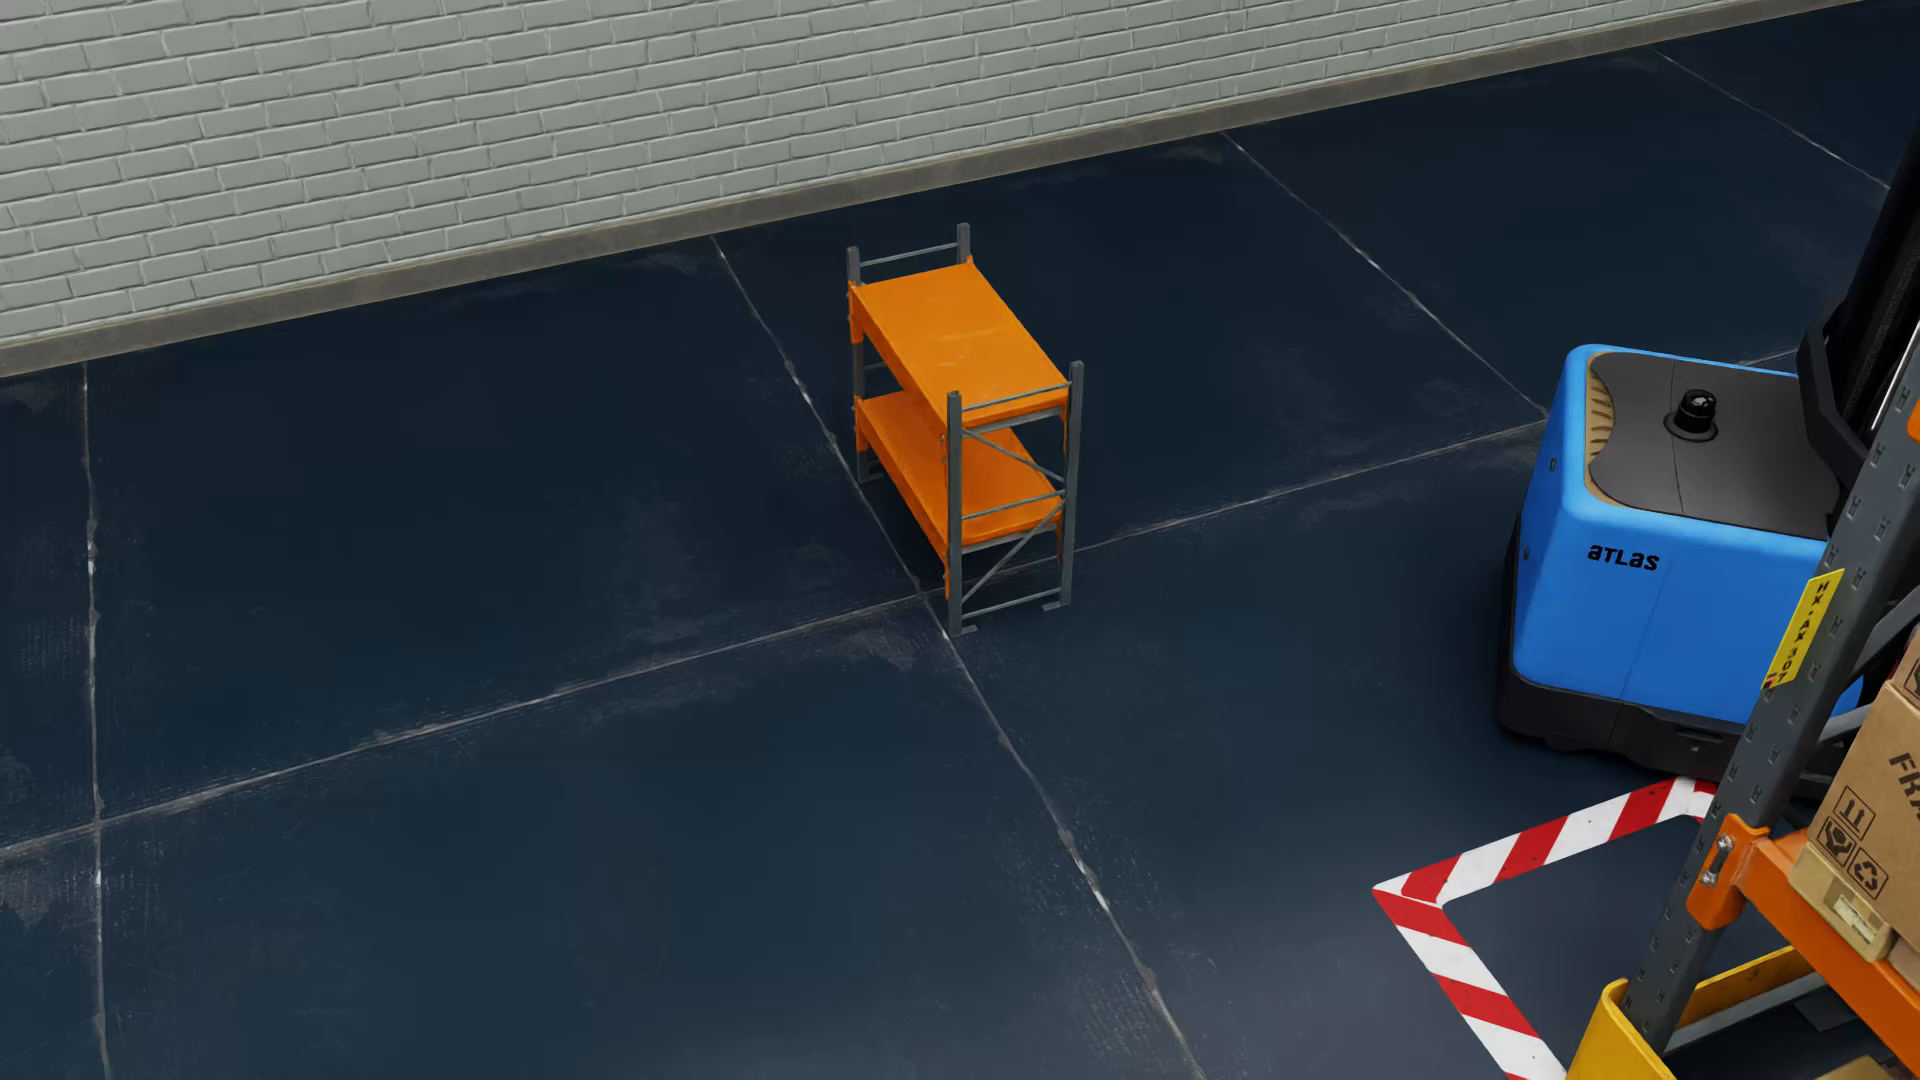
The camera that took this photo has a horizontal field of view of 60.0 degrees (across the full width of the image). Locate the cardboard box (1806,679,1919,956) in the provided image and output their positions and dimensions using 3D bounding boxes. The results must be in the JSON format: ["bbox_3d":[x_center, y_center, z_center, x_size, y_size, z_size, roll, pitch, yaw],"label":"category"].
[{"bbox_3d":[2.222,0.575,3.475,0.500,0.500,0.500,-13,42,-15],"label":"cardboard box"}]

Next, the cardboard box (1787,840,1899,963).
[{"bbox_3d":[2.126,0.759,3.760,0.380,0.149,0.250,-15,43,-17],"label":"cardboard box"}]

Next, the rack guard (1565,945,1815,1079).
[{"bbox_3d":[2.334,1.380,4.761,1.175,0.500,0.348,-15,43,-17],"label":"rack guard"}]

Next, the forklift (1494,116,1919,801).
[{"bbox_3d":[3.482,-0.440,5.014,3.031,2.935,1.130,11,42,12],"label":"forklift"}]

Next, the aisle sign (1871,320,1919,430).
[{"bbox_3d":[2.000,-0.568,3.116,0.394,0.787,0.004,-15,43,-17],"label":"aisle sign"}]

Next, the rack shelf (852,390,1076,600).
[{"bbox_3d":[-0.003,-0.245,6.547,0.538,0.278,1.000,-15,43,-17],"label":"rack shelf"}]

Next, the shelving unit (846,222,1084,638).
[{"bbox_3d":[-0.003,-0.431,6.388,0.538,1.125,1.048,-15,43,-17],"label":"shelving unit"}]

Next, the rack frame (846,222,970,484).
[{"bbox_3d":[-0.197,-0.737,6.744,0.500,1.125,0.032,-15,43,-17],"label":"rack frame"}]

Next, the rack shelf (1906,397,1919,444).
[{"bbox_3d":[3.070,0.727,1.855,1.077,0.370,4.000,-15,43,-17],"label":"rack shelf"}]

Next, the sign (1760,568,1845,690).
[{"bbox_3d":[1.804,0.194,3.560,0.100,0.325,0.005,-15,43,-17],"label":"sign"}]

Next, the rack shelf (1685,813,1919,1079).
[{"bbox_3d":[3.070,1.864,2.833,1.077,0.370,4.000,-15,43,-17],"label":"rack shelf"}]

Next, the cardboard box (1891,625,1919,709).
[{"bbox_3d":[2.232,0.194,3.153,0.500,0.500,0.500,-15,43,-17],"label":"cardboard box"}]

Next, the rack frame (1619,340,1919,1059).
[{"bbox_3d":[2.305,0.387,4.000,1.000,3.000,0.127,-15,43,-17],"label":"rack frame"}]

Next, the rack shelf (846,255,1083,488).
[{"bbox_3d":[-0.003,-0.652,6.197,0.538,0.278,1.000,-15,43,-17],"label":"rack shelf"}]

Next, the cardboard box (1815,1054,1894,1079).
[{"bbox_3d":[2.192,1.483,4.133,0.380,0.149,0.250,-17,44,-19],"label":"cardboard box"}]

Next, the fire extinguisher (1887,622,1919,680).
[{"bbox_3d":[2.635,0.291,4.457,0.296,0.674,0.183,-15,43,-17],"label":"fire extinguisher"}]

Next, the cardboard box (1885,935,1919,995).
[{"bbox_3d":[2.262,0.902,3.593,0.380,0.149,0.250,-14,43,-15],"label":"cardboard box"}]

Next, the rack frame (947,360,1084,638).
[{"bbox_3d":[0.192,-0.124,6.032,0.500,1.125,0.032,-15,43,-17],"label":"rack frame"}]
